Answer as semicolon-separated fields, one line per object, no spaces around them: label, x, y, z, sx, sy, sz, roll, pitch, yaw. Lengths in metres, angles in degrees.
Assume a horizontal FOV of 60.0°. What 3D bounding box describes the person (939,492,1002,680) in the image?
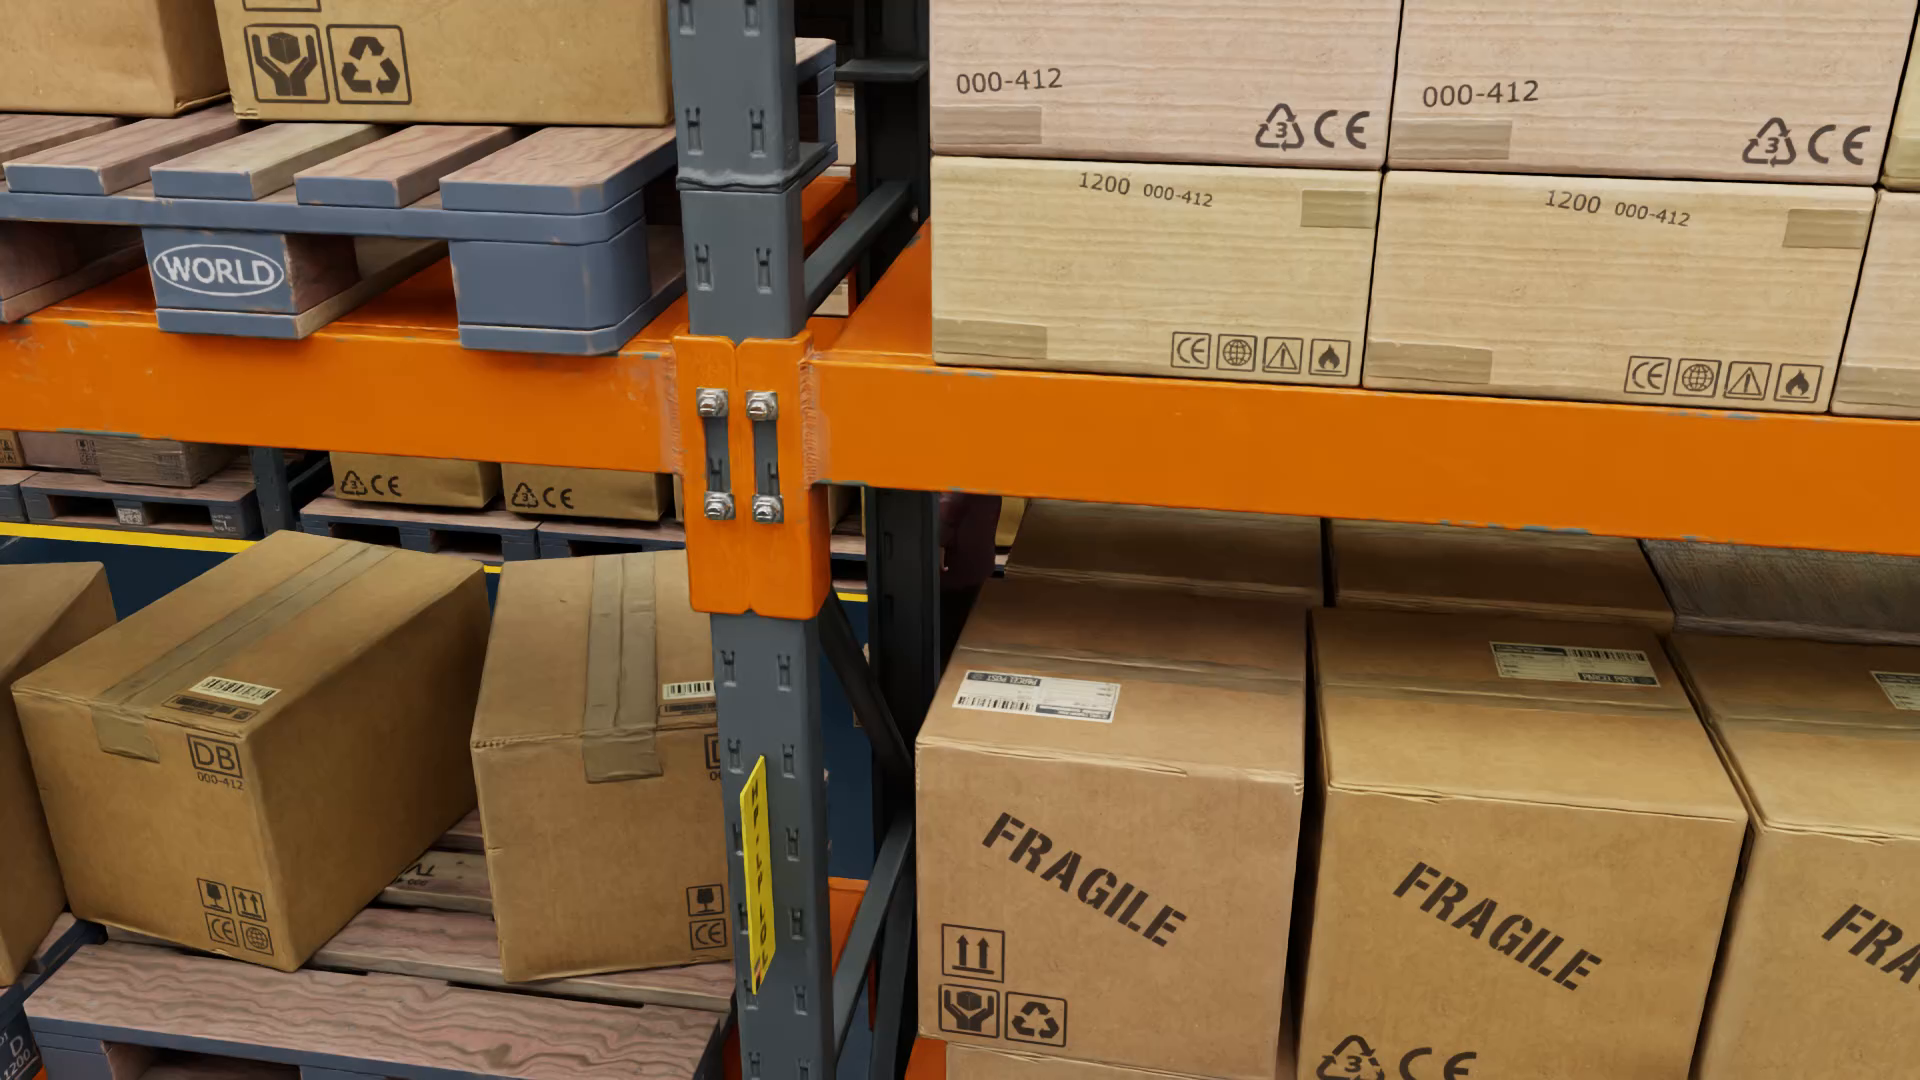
person;-0.093;-0.112;6.345;0.582;1.776;0.697;4;25;9
